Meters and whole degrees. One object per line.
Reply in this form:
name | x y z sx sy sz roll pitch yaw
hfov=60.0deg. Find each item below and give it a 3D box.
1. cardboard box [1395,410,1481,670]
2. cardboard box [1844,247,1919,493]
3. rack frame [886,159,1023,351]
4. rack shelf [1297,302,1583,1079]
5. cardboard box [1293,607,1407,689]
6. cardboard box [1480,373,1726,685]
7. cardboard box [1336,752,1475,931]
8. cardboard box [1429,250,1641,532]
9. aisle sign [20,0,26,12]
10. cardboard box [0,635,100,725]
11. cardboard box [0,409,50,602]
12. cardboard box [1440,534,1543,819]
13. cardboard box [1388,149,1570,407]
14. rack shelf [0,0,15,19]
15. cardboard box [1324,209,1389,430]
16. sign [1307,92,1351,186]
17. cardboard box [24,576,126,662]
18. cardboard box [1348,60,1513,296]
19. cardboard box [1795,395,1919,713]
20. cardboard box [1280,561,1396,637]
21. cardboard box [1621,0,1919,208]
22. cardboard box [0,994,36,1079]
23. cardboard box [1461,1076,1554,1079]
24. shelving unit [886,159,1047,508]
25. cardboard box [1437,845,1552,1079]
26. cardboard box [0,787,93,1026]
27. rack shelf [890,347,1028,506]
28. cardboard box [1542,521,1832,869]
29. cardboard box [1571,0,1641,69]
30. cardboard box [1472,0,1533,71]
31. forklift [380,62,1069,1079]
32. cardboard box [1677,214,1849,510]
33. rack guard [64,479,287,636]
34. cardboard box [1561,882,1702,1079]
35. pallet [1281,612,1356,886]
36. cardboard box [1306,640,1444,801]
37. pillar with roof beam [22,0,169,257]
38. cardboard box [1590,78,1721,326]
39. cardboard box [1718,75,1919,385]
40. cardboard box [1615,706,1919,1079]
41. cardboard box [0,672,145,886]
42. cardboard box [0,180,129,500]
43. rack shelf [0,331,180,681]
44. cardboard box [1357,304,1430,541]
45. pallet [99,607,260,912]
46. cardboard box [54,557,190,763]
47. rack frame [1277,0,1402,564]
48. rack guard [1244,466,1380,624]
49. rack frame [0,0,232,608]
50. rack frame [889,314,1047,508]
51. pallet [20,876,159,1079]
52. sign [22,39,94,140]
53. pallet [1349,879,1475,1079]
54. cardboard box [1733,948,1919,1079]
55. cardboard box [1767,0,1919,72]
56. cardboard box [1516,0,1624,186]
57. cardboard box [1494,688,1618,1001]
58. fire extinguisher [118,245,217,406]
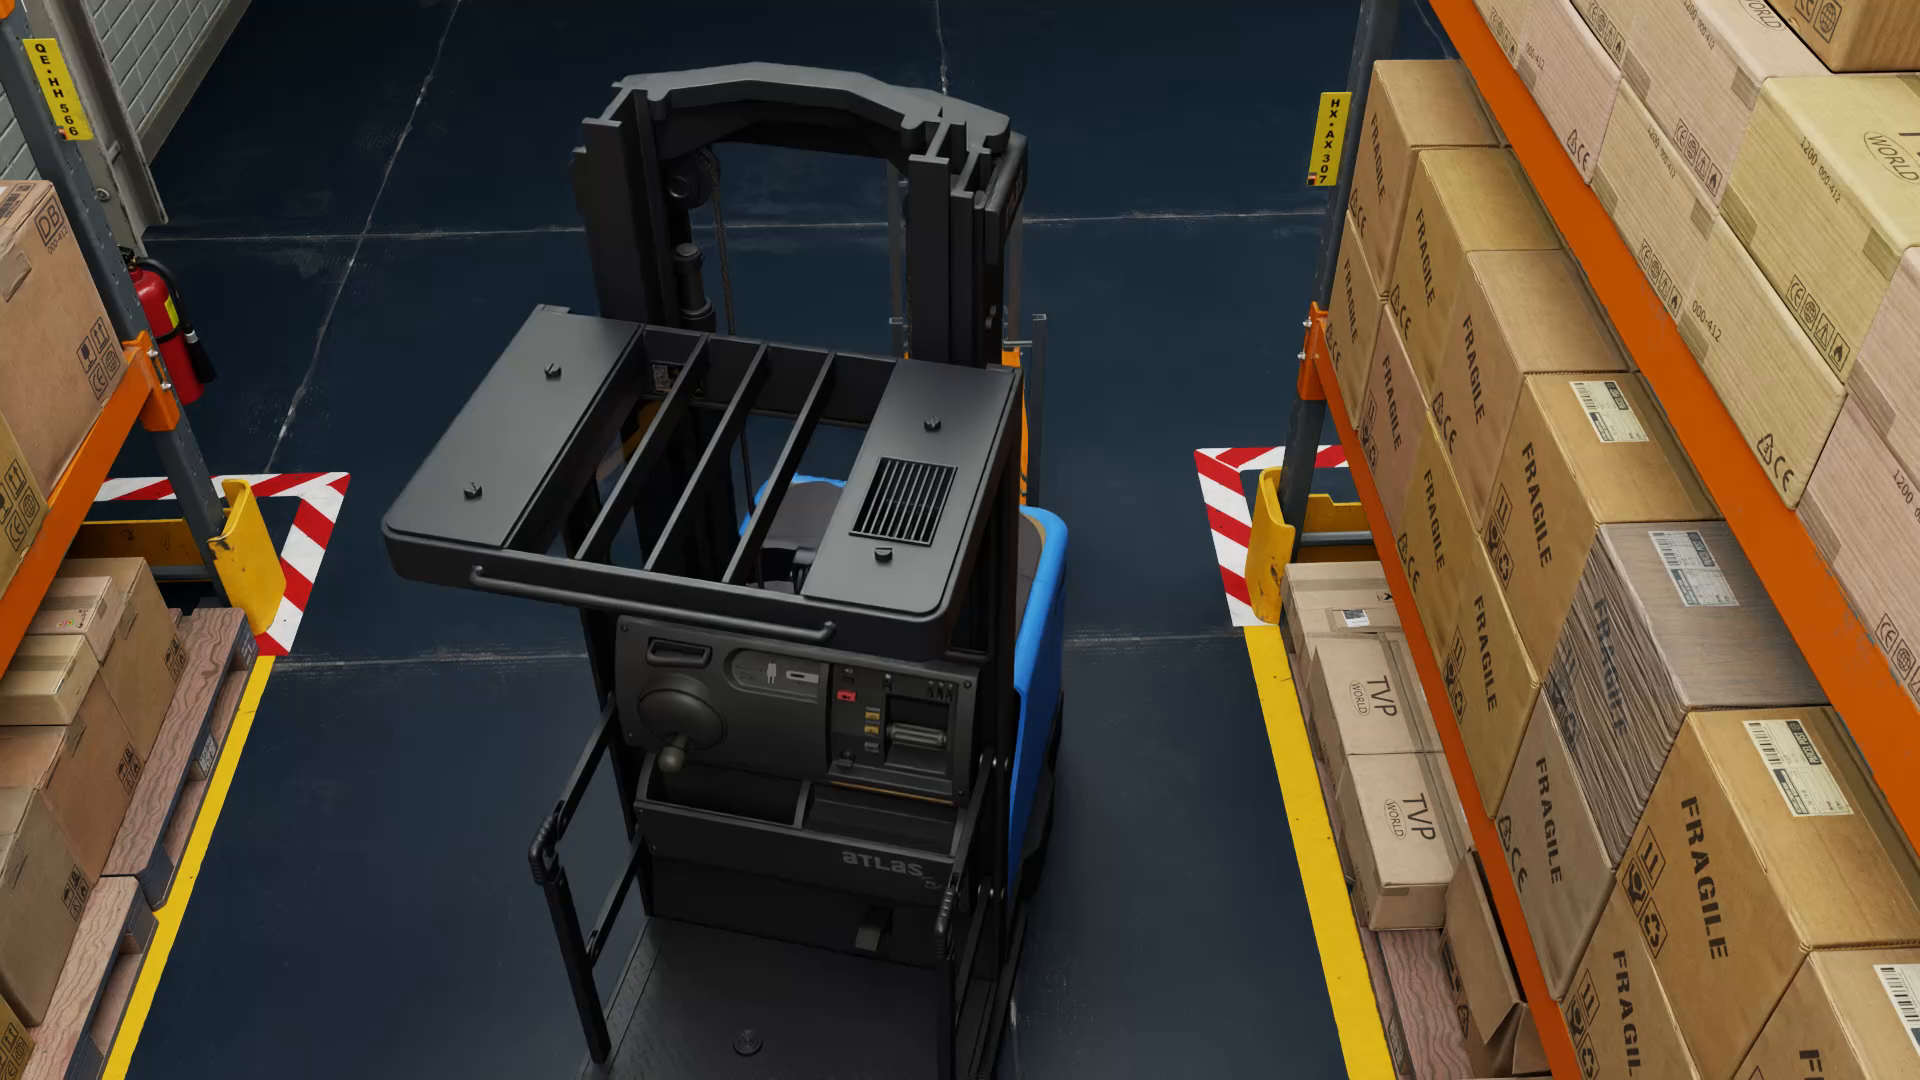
cardboard box | 1.516 -0.008 4.465 0.500 0.500 0.500 -2 43 -2
cardboard box | 1.575 -0.158 2.223 0.500 0.250 0.500 -2 43 -2
rack frame | -0.018 -0.838 6.555 0.500 1.500 0.032 -2 43 -2
rack shelf | 1.800 0.650 4.353 1.077 0.370 4.000 -2 43 -2
cardboard box | 1.400 0.378 5.888 0.380 0.166 0.250 -2 43 -2
cardboard box | 1.539 -0.030 3.749 0.500 0.500 0.500 -2 43 -2
cardboard box | 1.497 0.937 5.218 0.500 0.250 0.500 -2 43 -2
cardboard box | 1.516 -0.373 4.123 0.500 0.500 0.500 -1 43 -1
aisle sign | -2.938 -1.836 4.609 0.394 0.787 0.004 -2 43 -2
cardboard box | -2.906 0.431 5.119 0.380 0.149 0.250 -1 43 -1
cardboard box | -3.161 -0.096 4.413 0.980 0.700 0.700 -2 43 -2
cardboard box | 1.535 0.330 4.096 0.500 0.500 0.500 -1 43 -1
cardboard box | 1.500 -0.711 4.492 0.500 0.500 0.500 -1 43 -1
rack shelf | -3.149 -0.311 3.182 1.077 0.370 4.000 -2 43 -2
cardboard box | 1.470 -0.695 5.214 0.500 0.500 0.500 -1 43 -1
sign | 1.173 -1.269 5.273 0.100 0.325 0.005 -2 43 -2
cardboard box | -2.917 0.258 5.307 0.380 0.149 0.250 -2 43 -2
cardboard box | 1.470 -1.063 4.876 0.500 0.500 0.500 0 43 0
cardboard box | 1.588 0.026 2.393 0.500 0.250 0.500 -2 43 -2
cardboard box | 1.389 0.216 6.079 0.380 0.149 0.250 -2 43 -2
cardboard box | 1.535 -0.833 2.960 0.500 0.250 0.500 -2 43 -2
cardboard box | -3.031 1.453 4.484 0.700 0.500 0.500 -1 43 -1
cardboard box | 1.545 1.681 4.360 0.500 0.311 0.500 -2 43 -2
shelving unit | 0.003 -0.501 6.187 0.587 1.500 1.083 -2 43 -2
cardboard box | 1.800 1.225 4.715 0.797 0.503 0.637 -2 43 -2
cardboard box | -3.061 1.093 4.877 0.700 0.500 0.500 -3 43 -3
rack shelf | 0.004 -0.363 6.302 0.538 0.185 1.000 -2 43 -2
cardboard box | 1.559 0.310 3.378 0.500 0.500 0.500 -1 43 -1
cardboard box | 1.518 -1.171 3.328 0.500 0.250 0.500 -2 43 -2
cardboard box | 1.491 -1.324 3.865 0.500 0.250 0.500 -2 43 -2
forklift | -0.461 0.521 4.013 1.130 2.935 3.031 9 43 9
cardboard box | 1.558 -0.311 2.761 0.500 0.250 0.500 -2 43 -2
rack guard | -3.235 0.085 6.288 1.175 0.500 0.348 -2 43 -2
cardboard box | 1.584 1.020 3.343 0.500 0.500 0.500 -1 43 -1
pallet | 1.753 0.652 5.882 1.003 0.211 1.213 -2 43 -2
cardboard box | 1.476 0.599 5.586 0.500 0.250 0.500 -2 43 -2
pillar with roof beam | 0.088 -4.953 5.494 9.100 9.000 0.400 -2 43 -2
cardboard box | 1.541 -0.649 3.129 0.500 0.250 0.500 -2 43 -2
cardboard box | 1.556 -0.495 2.592 0.500 0.250 0.500 -2 43 -2
cardboard box | 1.580 0.650 3.007 0.500 0.500 0.500 -2 43 -3
cardboard box | -3.083 0.754 5.247 0.700 0.500 0.500 -2 43 -2
cardboard box | -3.203 -0.587 4.949 0.980 0.700 0.700 0 43 0
rack shelf | -3.149 0.795 4.195 1.077 0.370 4.000 -2 43 -2
cardboard box | 1.497 -0.347 4.834 0.500 0.500 0.500 -2 43 -2
pallet | -3.122 0.745 5.781 1.003 0.211 1.213 -2 43 -2
cardboard box | -3.105 0.416 5.616 0.700 0.500 0.500 -2 43 -2
rack frame | 1.715 -0.965 5.583 1.000 3.000 0.127 -2 43 -2
rack guard | 1.718 0.008 6.372 1.175 0.500 0.348 -2 43 -2
rack frame | -3.234 -0.820 5.425 1.000 3.000 0.127 -2 43 -2
rack frame | 0.025 -0.152 5.806 0.500 1.500 0.032 -2 43 -2
pallet | -3.073 1.567 4.885 1.003 0.211 1.213 -2 43 -2
sign | -2.692 -1.341 4.961 0.100 0.325 0.005 -2 43 -2
pallet | 1.802 1.474 4.986 1.003 0.211 1.213 -2 43 -2
cardboard box | 1.605 0.996 2.630 0.500 0.500 0.500 -1 43 -2
cardboard box | 1.746 -1.115 2.713 0.700 0.500 0.500 -2 43 -2
cardboard box | 1.514 -0.986 3.497 0.500 0.250 0.500 -2 43 -2
cardboard box | 1.560 0.674 3.721 0.500 0.500 0.500 -1 43 -1
fire extinguisher | -2.780 -0.770 5.703 0.296 0.674 0.183 -2 43 -2
